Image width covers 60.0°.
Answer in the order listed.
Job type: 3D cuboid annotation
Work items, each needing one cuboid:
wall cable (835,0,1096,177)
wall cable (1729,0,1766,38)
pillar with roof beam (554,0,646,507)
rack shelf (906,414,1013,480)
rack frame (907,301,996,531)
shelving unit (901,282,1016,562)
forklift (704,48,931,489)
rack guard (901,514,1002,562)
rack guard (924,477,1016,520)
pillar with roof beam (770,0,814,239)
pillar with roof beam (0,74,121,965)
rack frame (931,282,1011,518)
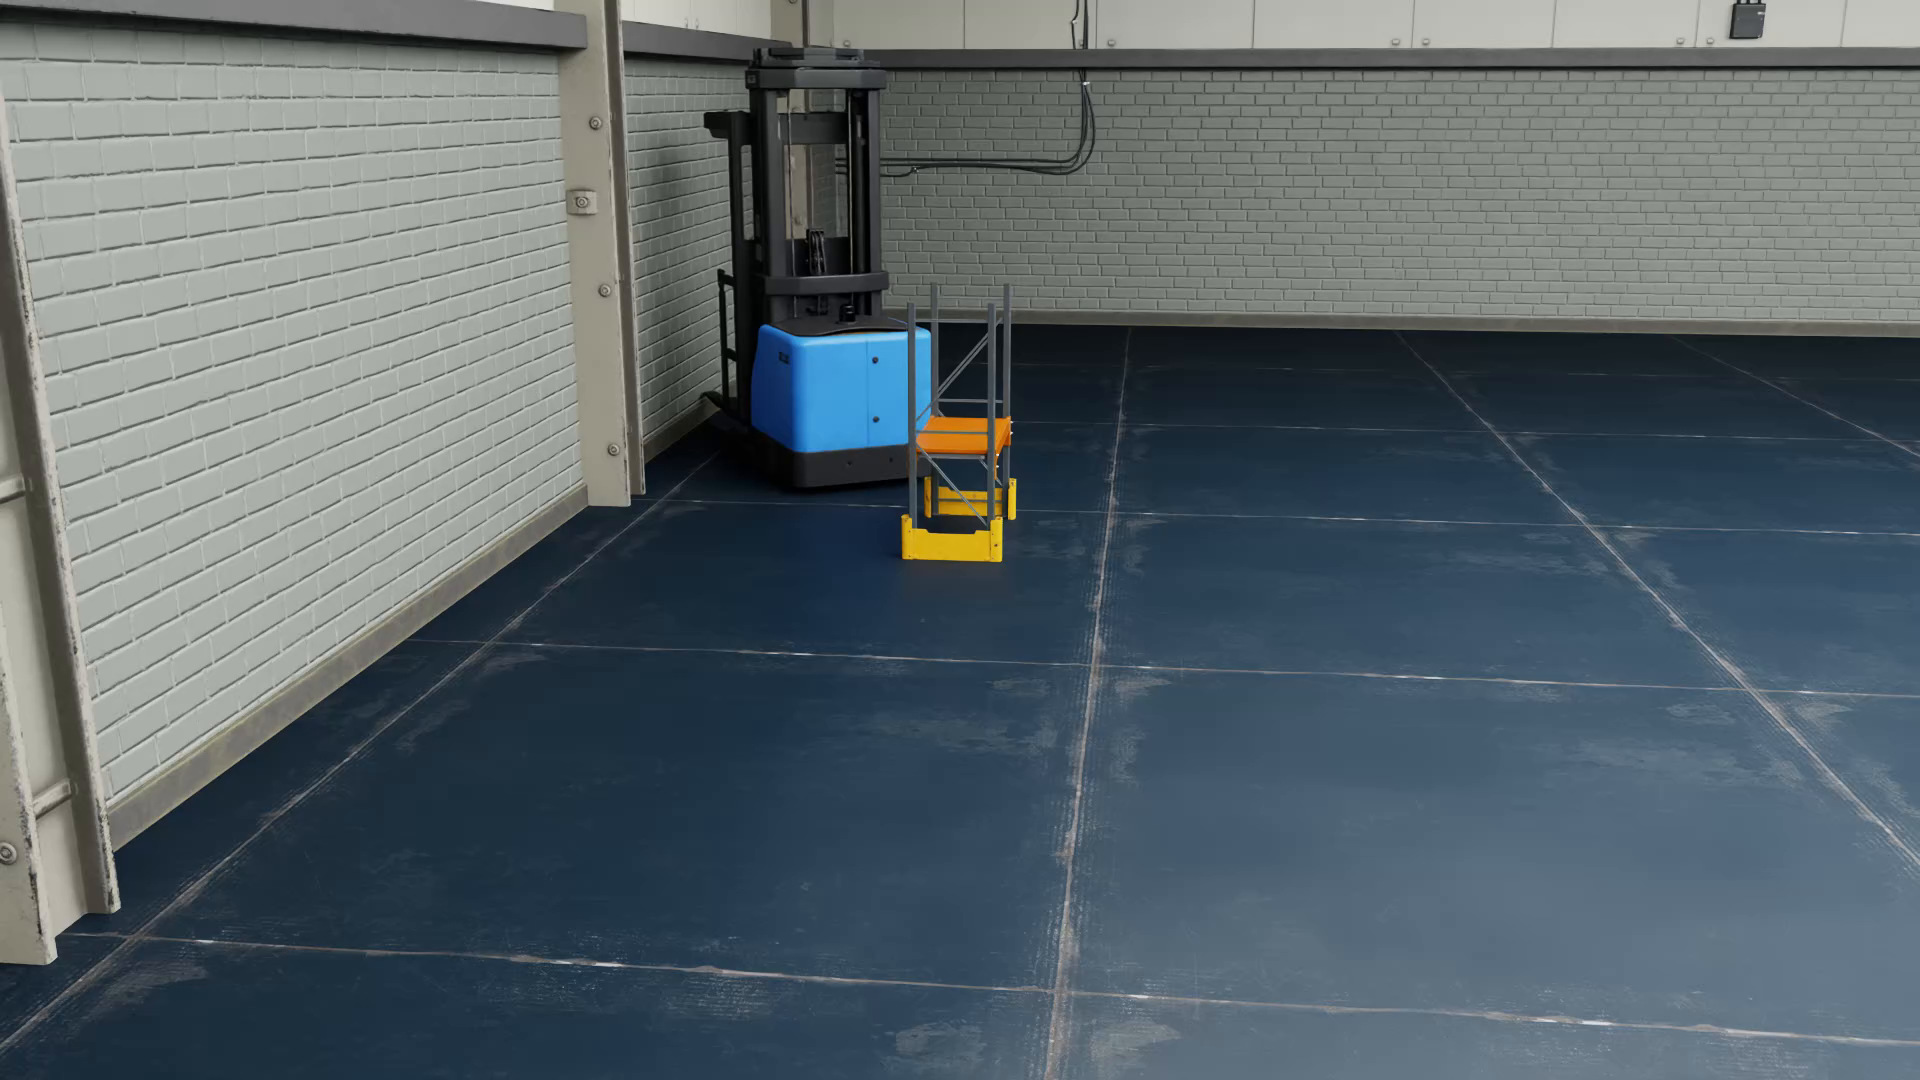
[{"bbox_3d":[0.002,-5.403,18.853,3.097,2.526,0.112,2,15,6],"label":"wall cable"},{"bbox_3d":[9.433,-8.260,16.954,2.305,6.003,0.169,2,15,6],"label":"wall cable"},{"bbox_3d":[1.956,-4.494,9.542,9.100,9.000,0.400,2,15,6],"label":"pillar with roof beam"},{"bbox_3d":[0.010,-0.572,10.095,0.538,0.185,1.000,2,15,6],"label":"rack shelf"},{"bbox_3d":[-0.048,-0.614,9.561,0.500,1.500,0.032,2,15,6],"label":"rack frame"},{"bbox_3d":[0.009,-0.744,10.039,0.587,1.500,1.083,2,15,6],"label":"shelving unit"},{"bbox_3d":[-1.221,-2.105,12.333,1.130,2.935,3.031,-6,16,-23],"label":"forklift"},{"bbox_3d":[-0.048,-0.011,9.725,0.587,0.250,0.087,2,15,6],"label":"rack guard"},{"bbox_3d":[0.065,-0.270,10.680,0.587,0.250,0.087,2,15,6],"label":"rack guard"},{"bbox_3d":[2.633,-6.050,15.297,9.100,9.000,0.400,2,15,6],"label":"pillar with roof beam"},{"bbox_3d":[1.279,-2.938,3.787,9.100,9.000,0.400,2,15,6],"label":"pillar with roof beam"},{"bbox_3d":[0.067,-0.878,10.536,0.500,1.500,0.032,2,15,6],"label":"rack frame"}]
